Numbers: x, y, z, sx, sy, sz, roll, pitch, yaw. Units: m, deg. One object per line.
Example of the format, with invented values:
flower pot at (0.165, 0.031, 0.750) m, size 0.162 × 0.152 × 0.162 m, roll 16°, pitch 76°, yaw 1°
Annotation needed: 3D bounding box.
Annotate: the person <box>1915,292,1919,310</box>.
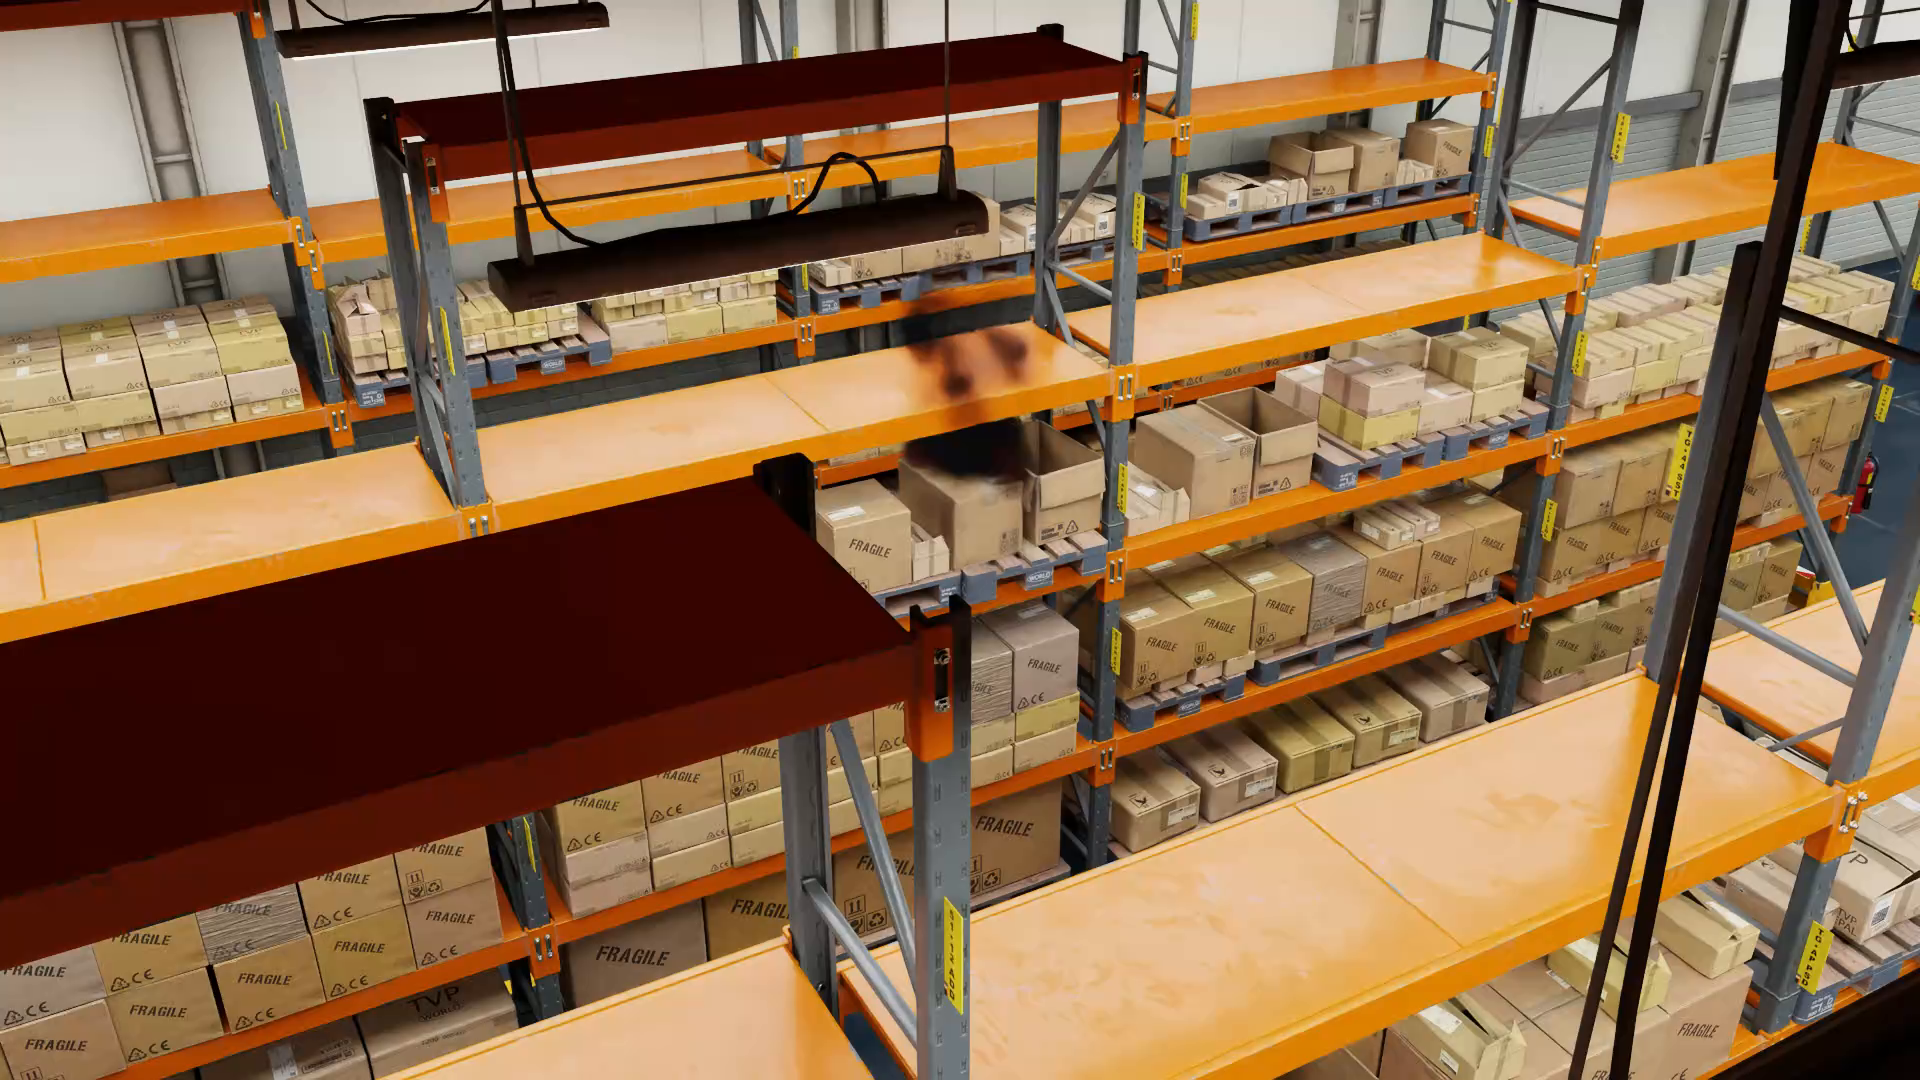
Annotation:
person at (13.298, -3.759, 22.360) m, size 0.714 × 1.591 × 0.624 m, roll -19°, pitch 33°, yaw -31°
